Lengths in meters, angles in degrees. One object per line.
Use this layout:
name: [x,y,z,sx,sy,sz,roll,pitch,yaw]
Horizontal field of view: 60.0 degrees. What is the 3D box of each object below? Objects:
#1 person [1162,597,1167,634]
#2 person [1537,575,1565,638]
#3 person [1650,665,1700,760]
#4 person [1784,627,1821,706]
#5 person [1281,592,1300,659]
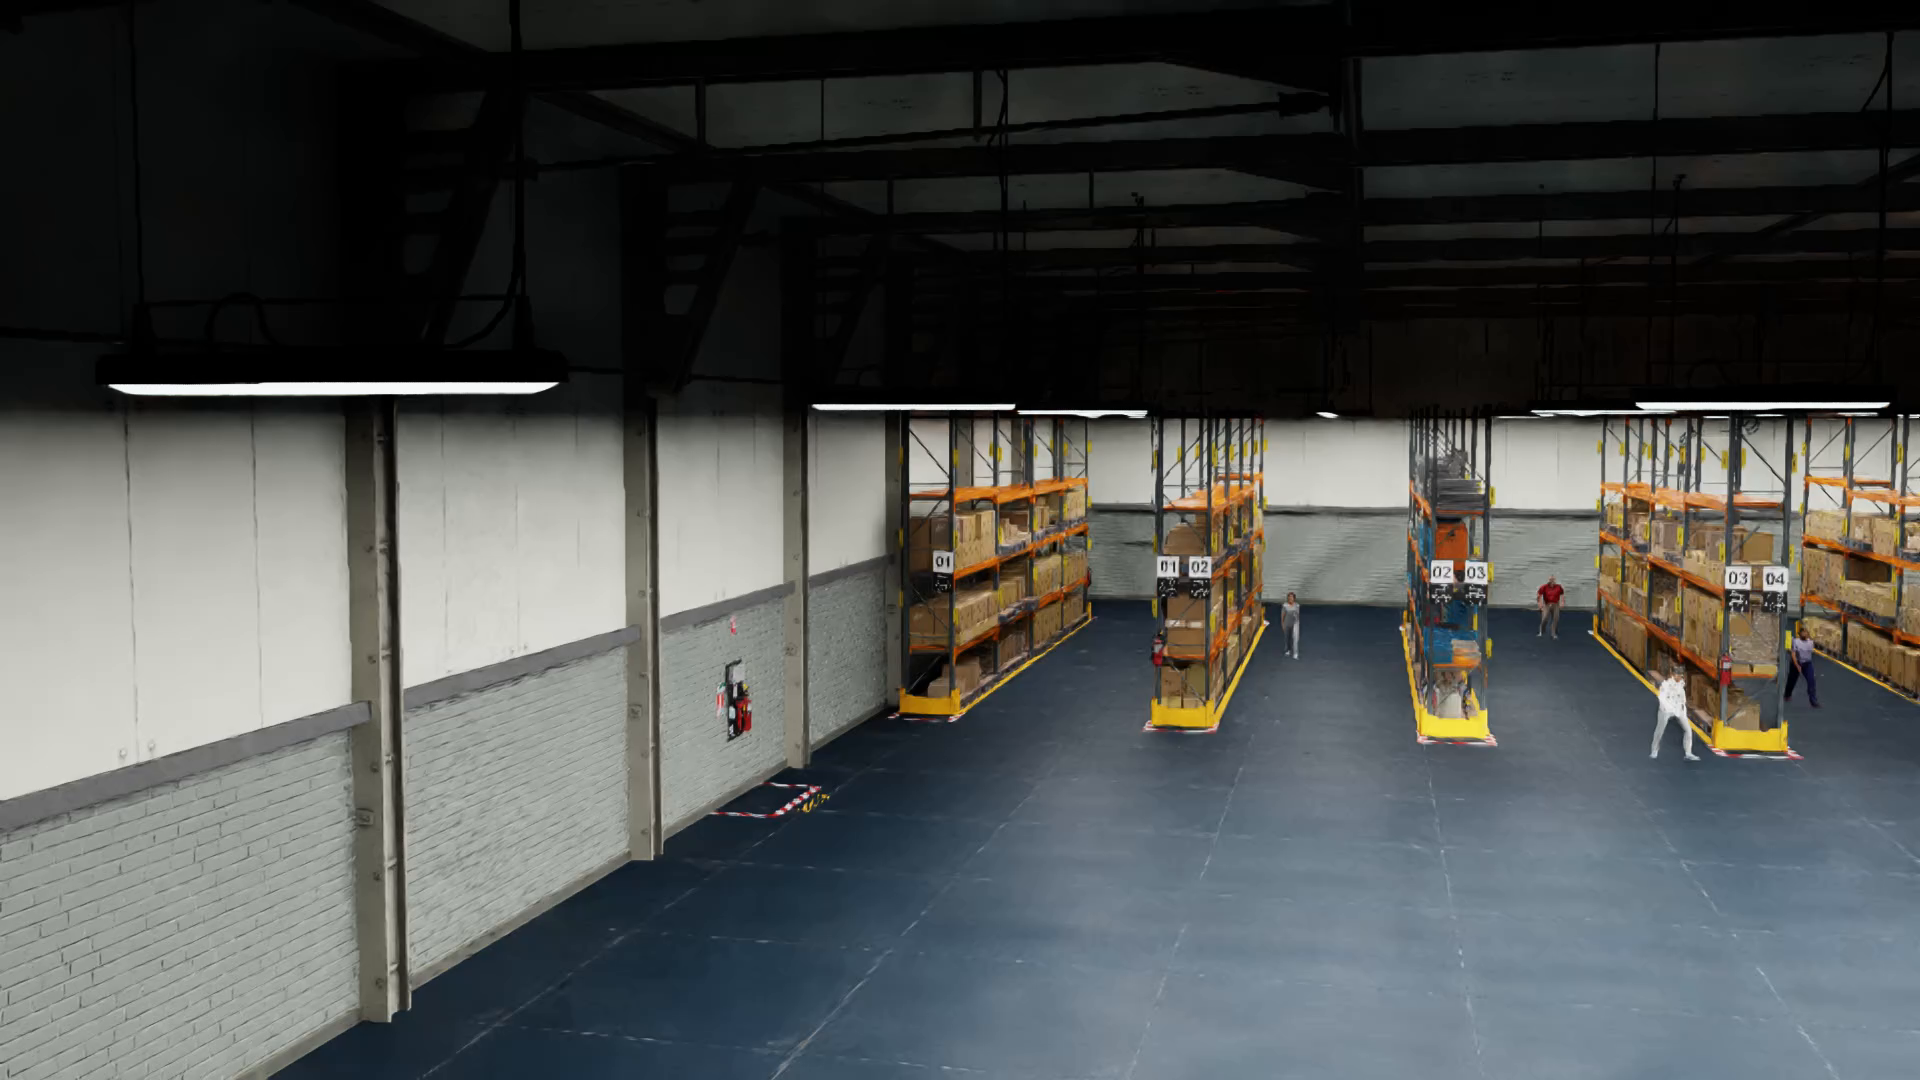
person: [5.490,1.741,43.905,0.543,1.648,1.115,1,4,16]
person: [15.556,1.749,43.822,0.664,1.676,0.529,1,4,12]
person: [12.051,2.895,28.112,0.640,1.618,0.770,0,4,-6]
person: [16.918,2.522,33.438,0.477,1.581,0.999,0,4,5]
person: [7.972,2.030,40.115,0.449,1.584,1.099,1,4,11]
